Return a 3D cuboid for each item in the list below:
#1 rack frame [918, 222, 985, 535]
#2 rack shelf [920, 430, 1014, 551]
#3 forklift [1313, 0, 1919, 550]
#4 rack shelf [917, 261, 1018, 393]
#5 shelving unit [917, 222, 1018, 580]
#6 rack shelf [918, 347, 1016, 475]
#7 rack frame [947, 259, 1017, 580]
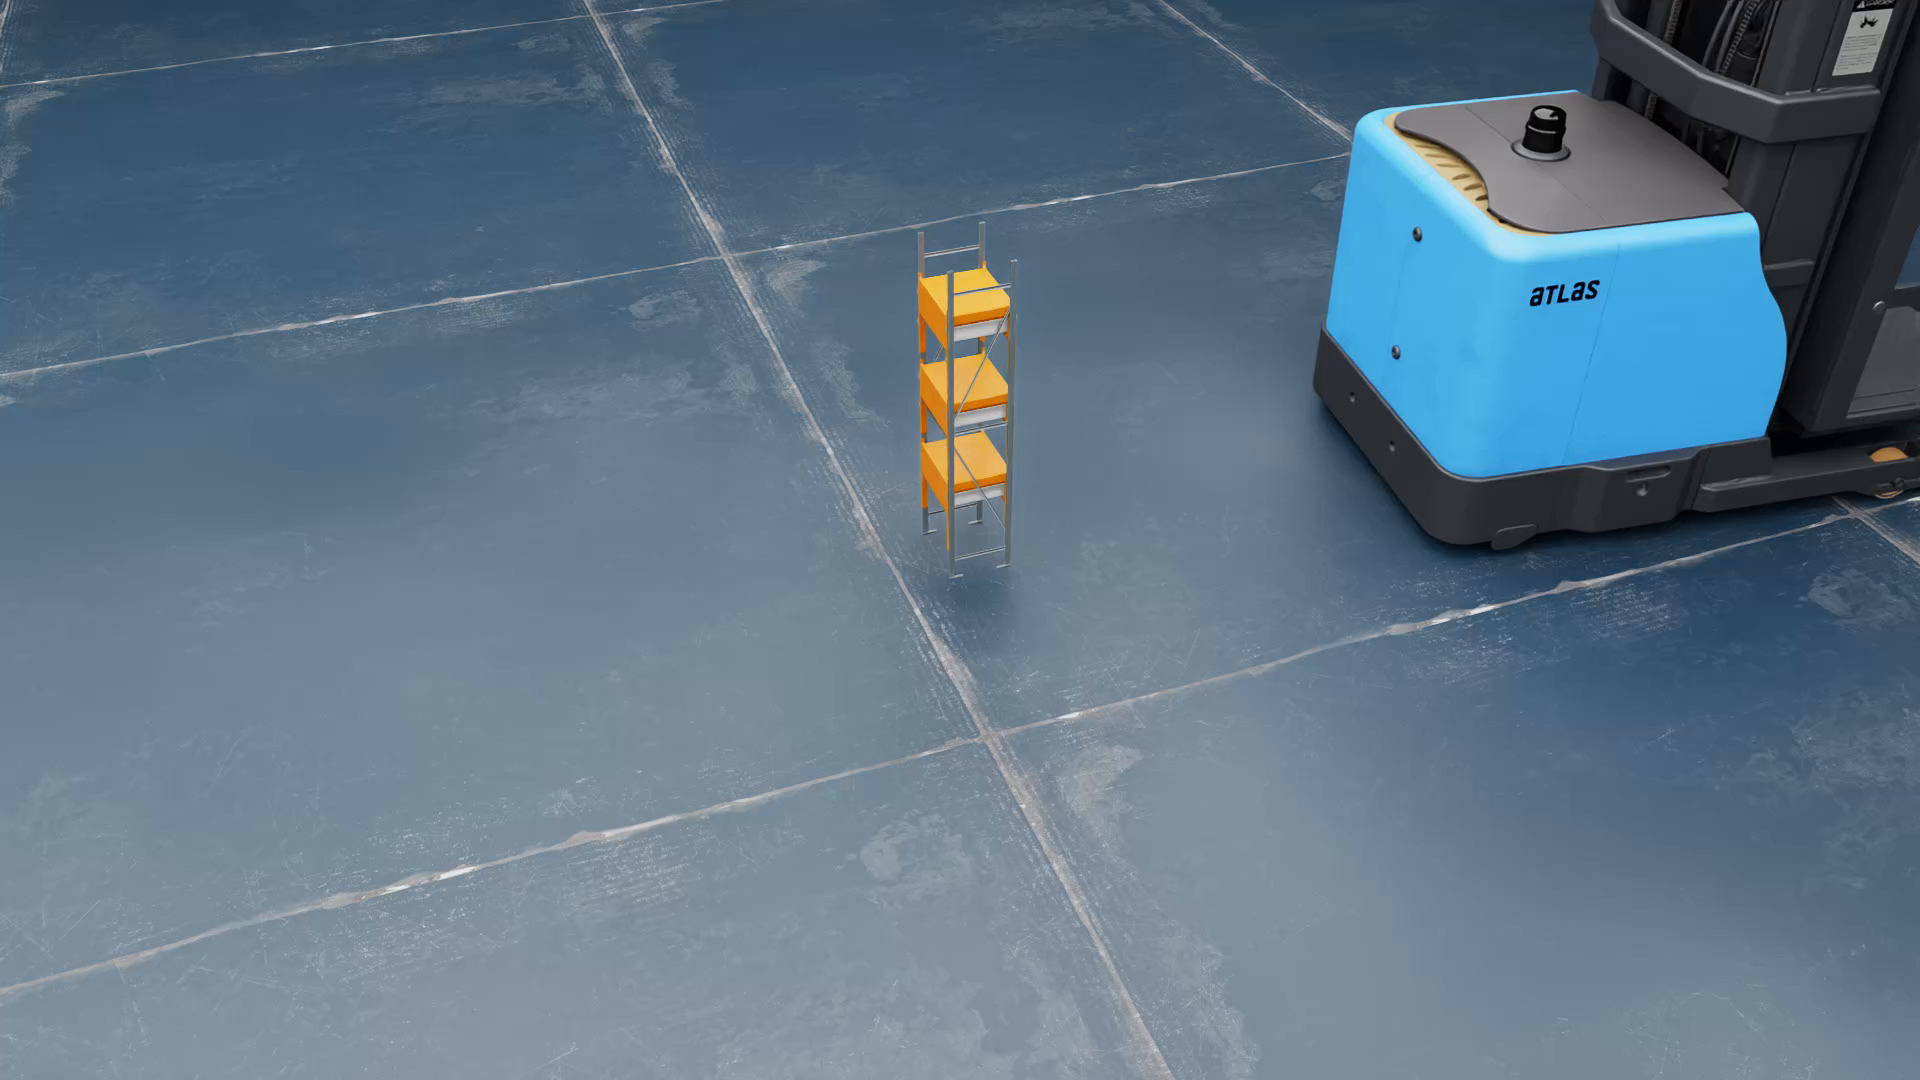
[{"bbox_3d":[-0.024,-0.458,4.985,0.200,1.050,0.008,-12,39,-16],"label":"rack frame"},{"bbox_3d":[0.018,-0.159,5.068,0.215,0.259,0.240,-12,39,-16],"label":"rack shelf"},{"bbox_3d":[2.814,-1.607,4.947,3.031,2.935,1.130,-8,38,-11],"label":"forklift"},{"bbox_3d":[0.018,-0.607,4.730,0.215,0.259,0.240,-12,39,-16],"label":"rack shelf"},{"bbox_3d":[0.018,-0.389,4.894,0.215,1.050,0.252,-12,39,-16],"label":"shelving unit"},{"bbox_3d":[0.018,-0.381,4.900,0.215,0.259,0.240,-12,39,-16],"label":"rack shelf"},{"bbox_3d":[0.060,-0.320,4.802,0.200,1.050,0.008,-12,39,-16],"label":"rack frame"}]
